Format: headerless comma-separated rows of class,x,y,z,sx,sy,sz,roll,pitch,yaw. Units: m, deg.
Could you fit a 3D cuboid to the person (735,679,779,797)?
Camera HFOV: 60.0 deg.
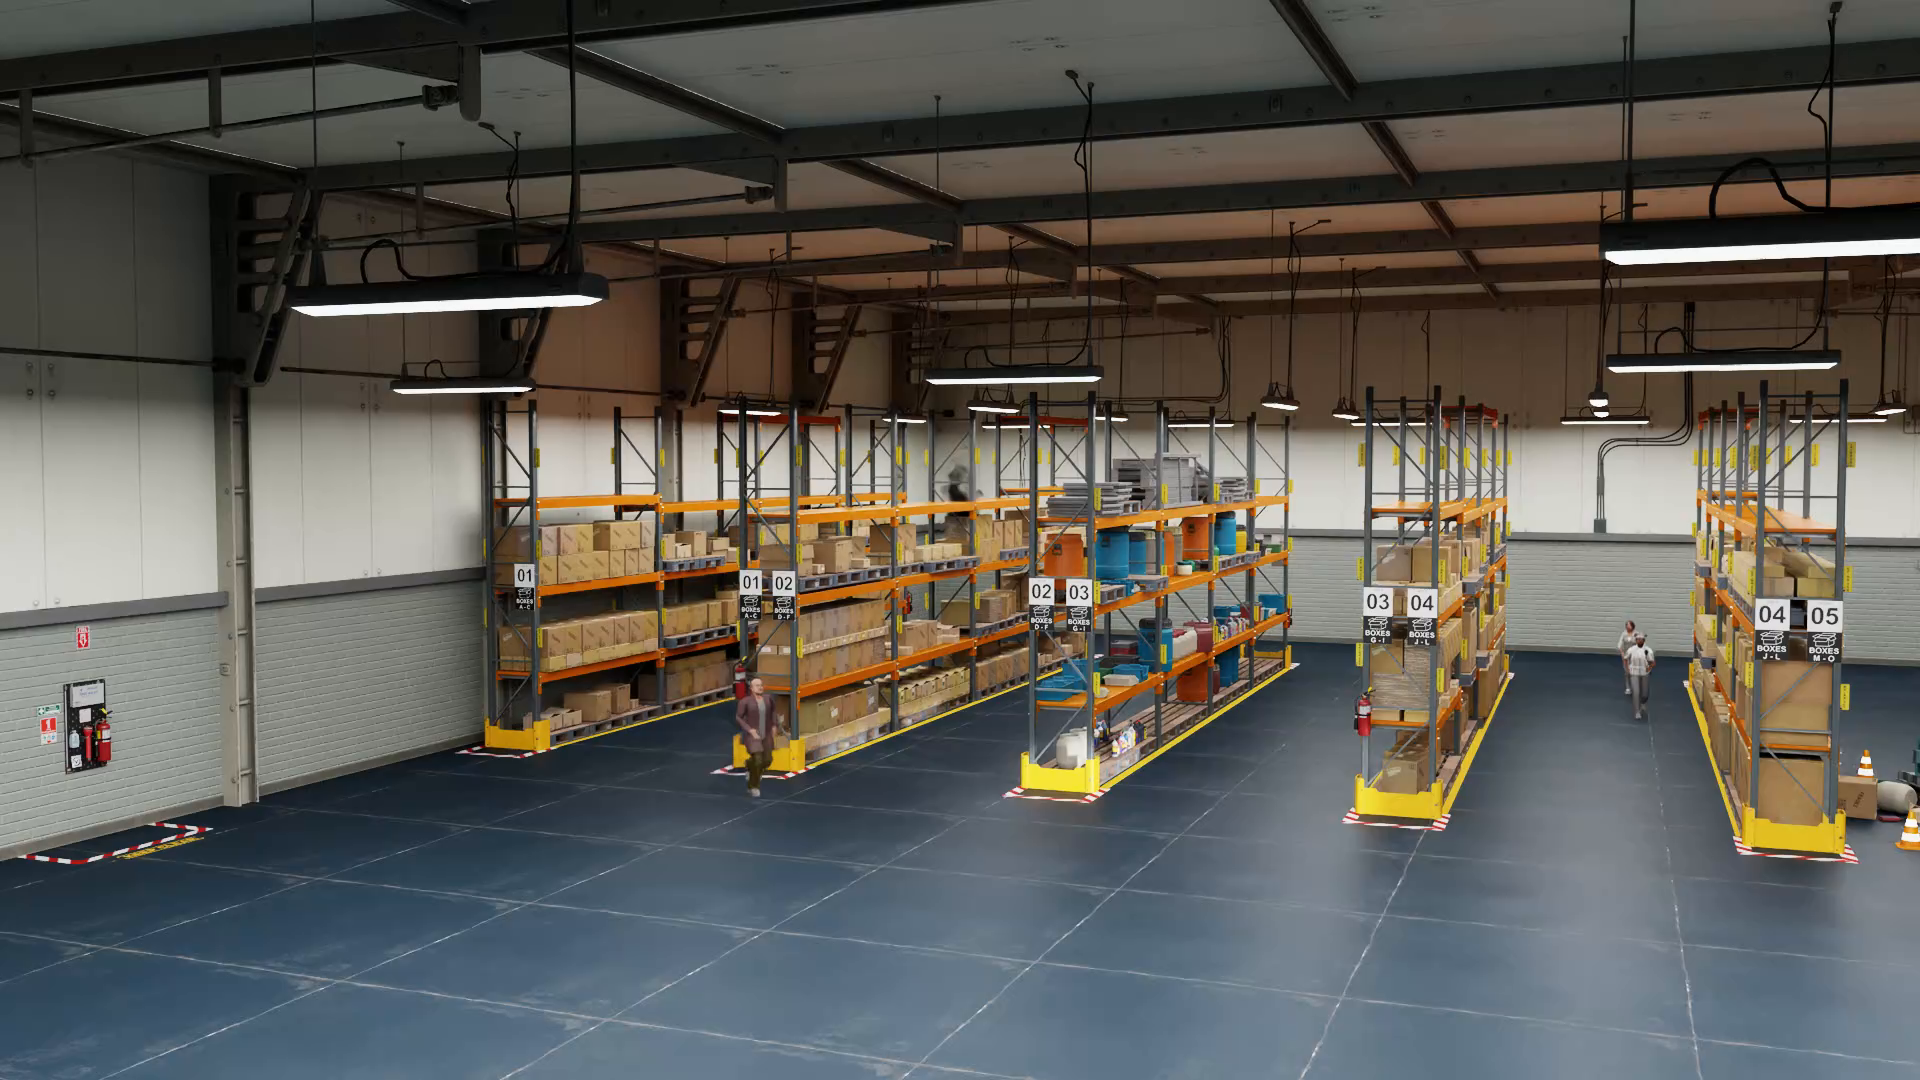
person,-3.022,2.962,24.745,0.737,1.664,0.707,-2,3,-35

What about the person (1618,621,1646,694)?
person,14.285,2.487,35.369,0.554,1.563,0.604,2,3,32

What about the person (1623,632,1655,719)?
person,13.094,2.590,32.068,0.580,1.654,0.701,1,3,19
